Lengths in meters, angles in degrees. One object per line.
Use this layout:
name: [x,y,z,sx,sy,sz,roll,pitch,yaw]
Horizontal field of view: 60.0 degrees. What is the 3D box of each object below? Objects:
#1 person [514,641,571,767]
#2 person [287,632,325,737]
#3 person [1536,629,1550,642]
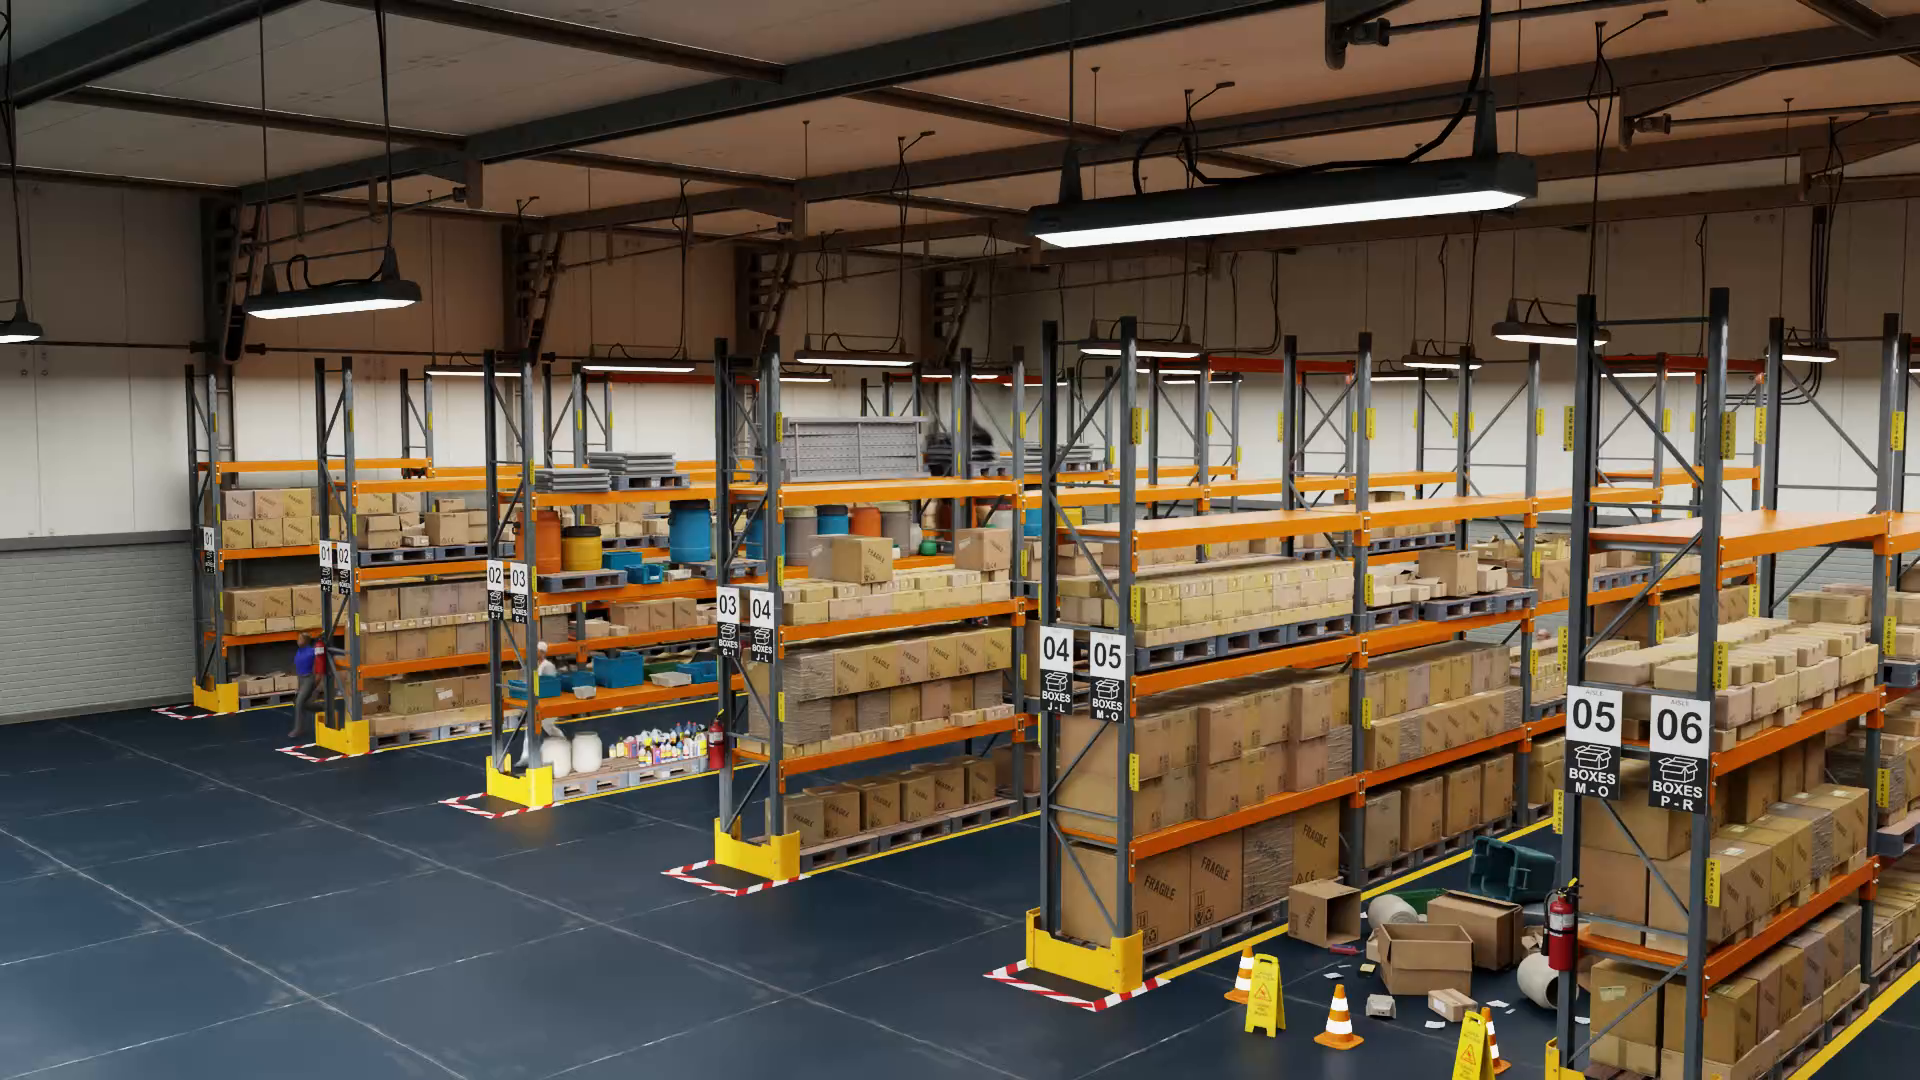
person: [-6.138,2.377,24.366,0.665,1.793,0.922,3,5,37]
person: [-10.497,2.304,26.805,0.616,1.661,0.847,4,6,40]
person: [9.279,2.286,26.254,0.765,1.773,0.725,-3,5,-35]
